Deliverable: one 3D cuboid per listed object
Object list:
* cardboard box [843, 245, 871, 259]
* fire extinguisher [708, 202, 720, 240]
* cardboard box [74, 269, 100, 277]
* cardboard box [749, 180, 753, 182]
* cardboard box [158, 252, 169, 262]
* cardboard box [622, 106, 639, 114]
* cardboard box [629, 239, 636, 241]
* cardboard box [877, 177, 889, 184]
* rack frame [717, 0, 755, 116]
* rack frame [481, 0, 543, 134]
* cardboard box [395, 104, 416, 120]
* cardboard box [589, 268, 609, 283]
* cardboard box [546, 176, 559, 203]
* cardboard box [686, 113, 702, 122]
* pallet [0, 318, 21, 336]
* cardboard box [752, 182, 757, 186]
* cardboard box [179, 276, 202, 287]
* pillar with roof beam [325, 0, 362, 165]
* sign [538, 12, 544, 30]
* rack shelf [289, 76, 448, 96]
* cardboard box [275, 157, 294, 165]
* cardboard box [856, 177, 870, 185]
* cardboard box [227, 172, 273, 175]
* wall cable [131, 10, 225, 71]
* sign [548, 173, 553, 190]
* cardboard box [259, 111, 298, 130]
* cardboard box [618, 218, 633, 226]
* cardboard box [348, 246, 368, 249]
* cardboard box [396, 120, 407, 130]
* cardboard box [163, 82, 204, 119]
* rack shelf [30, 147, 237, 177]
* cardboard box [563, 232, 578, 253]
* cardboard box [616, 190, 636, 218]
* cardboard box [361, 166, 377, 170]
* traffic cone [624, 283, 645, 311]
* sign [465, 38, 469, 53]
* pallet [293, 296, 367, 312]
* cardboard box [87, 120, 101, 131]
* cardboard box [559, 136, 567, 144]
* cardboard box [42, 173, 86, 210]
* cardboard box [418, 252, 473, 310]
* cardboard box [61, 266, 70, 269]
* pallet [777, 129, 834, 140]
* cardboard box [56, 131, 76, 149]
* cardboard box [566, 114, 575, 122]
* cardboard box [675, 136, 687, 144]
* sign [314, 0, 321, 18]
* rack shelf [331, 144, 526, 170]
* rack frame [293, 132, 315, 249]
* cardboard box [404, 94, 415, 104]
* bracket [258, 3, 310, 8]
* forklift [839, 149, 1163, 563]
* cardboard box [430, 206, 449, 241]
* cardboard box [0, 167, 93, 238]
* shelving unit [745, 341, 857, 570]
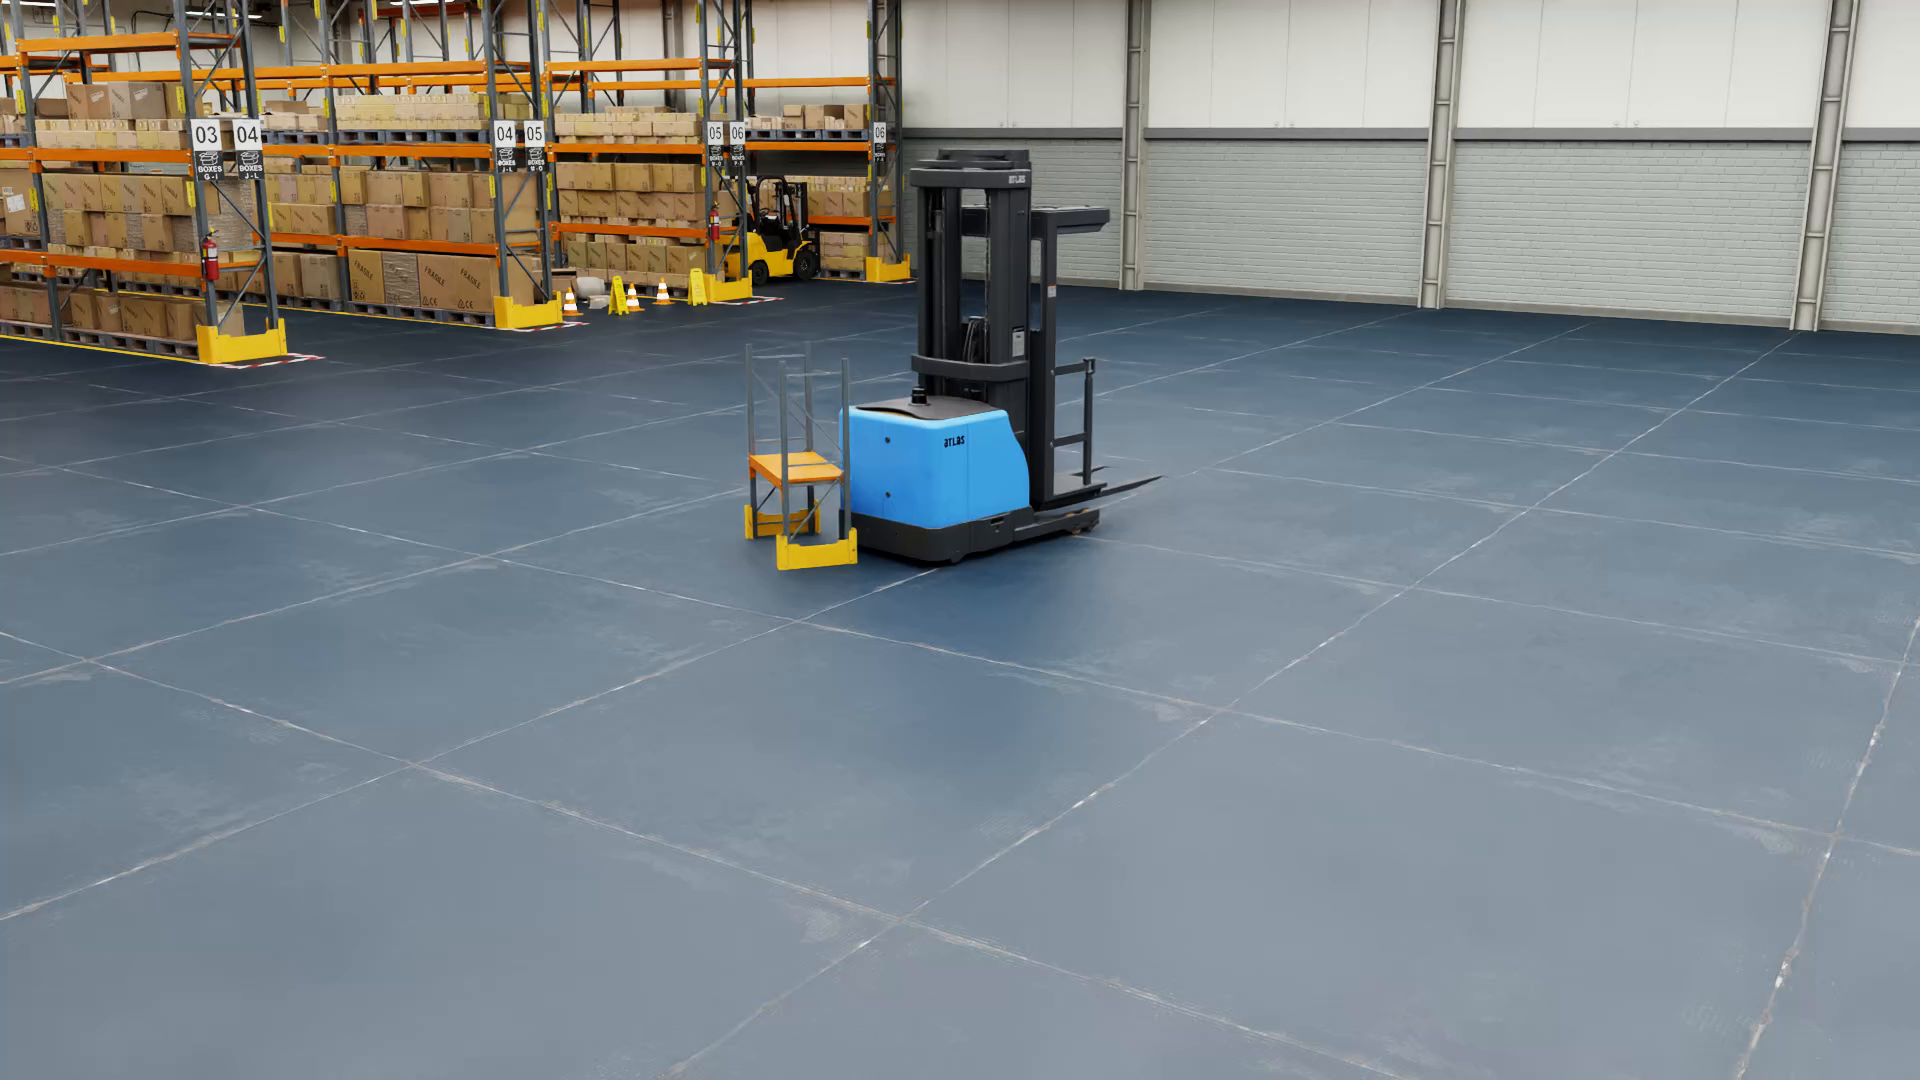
[{"bbox_3d":[-2.103,-6.038,34.779,0.500,0.250,0.500,9,16,32],"label":"cardboard box"},{"bbox_3d":[-4.454,-5.788,30.123,0.183,0.674,0.296,9,17,33],"label":"fire extinguisher"},{"bbox_3d":[-17.443,-5.346,33.236,0.250,0.149,0.380,9,17,34],"label":"cardboard box"},{"bbox_3d":[-4.467,-7.852,36.122,0.250,0.149,0.380,9,17,34],"label":"cardboard box"},{"bbox_3d":[-10.816,-3.925,22.961,0.250,0.149,0.380,9,17,33],"label":"cardboard box"},{"bbox_3d":[-7.223,-9.559,37.664,0.500,0.500,0.700,9,16,32],"label":"cardboard box"},{"bbox_3d":[-6.547,-5.609,32.525,0.500,0.500,0.500,10,17,34],"label":"cardboard box"},{"bbox_3d":[-1.684,-7.518,34.775,0.250,0.149,0.380,9,16,32],"label":"cardboard box"},{"bbox_3d":[-4.843,-10.371,35.993,0.127,3.000,1.000,9,17,33],"label":"rack frame"},{"bbox_3d":[-6.970,-7.844,25.784,0.127,3.000,1.000,9,17,33],"label":"rack frame"},{"bbox_3d":[-8.781,-6.925,26.922,0.500,0.250,0.500,9,17,33],"label":"cardboard box"},{"bbox_3d":[-6.822,-5.136,32.176,0.500,0.250,0.500,10,17,36],"label":"cardboard box"},{"bbox_3d":[-8.122,-6.882,32.681,0.500,0.500,0.500,9,16,32],"label":"cardboard box"},{"bbox_3d":[-4.737,-7.640,30.066,0.250,0.149,0.380,9,17,33],"label":"cardboard box"},{"bbox_3d":[-14.805,-3.407,26.148,1.213,0.211,1.003,9,17,33],"label":"pallet"},{"bbox_3d":[-4.278,-7.664,35.982,0.250,0.149,0.380,9,17,33],"label":"cardboard box"},{"bbox_3d":[-14.300,-5.032,31.235,0.500,0.500,0.500,9,17,33],"label":"cardboard box"},{"bbox_3d":[-18.938,-11.664,41.213,0.548,9.000,9.100,9,17,33],"label":"pillar with roof beam"},{"bbox_3d":[-7.915,-9.800,31.411,0.005,0.325,0.100,9,17,33],"label":"sign"},{"bbox_3d":[-12.589,-9.643,35.378,4.000,0.370,1.077,9,17,33],"label":"rack shelf"},{"bbox_3d":[-15.041,-8.461,37.121,0.250,0.149,0.380,9,17,33],"label":"cardboard box"},{"bbox_3d":[-1.939,-7.437,34.445,0.250,0.149,0.380,9,17,33],"label":"cardboard box"},{"bbox_3d":[-12.821,-6.409,30.183,0.500,0.500,0.700,9,16,32],"label":"cardboard box"},{"bbox_3d":[-20.437,-12.415,44.172,0.133,3.039,2.988,9,17,33],"label":"wall cable"},{"bbox_3d":[-7.917,-6.920,32.126,0.005,0.325,0.100,9,17,33],"label":"sign"},{"bbox_3d":[-11.866,-7.325,29.032,0.500,0.311,0.500,8,16,31],"label":"cardboard box"},{"bbox_3d":[-6.247,-6.039,31.500,0.250,0.149,0.380,9,17,33],"label":"cardboard box"},{"bbox_3d":[-12.936,-6.528,36.498,0.875,0.875,0.875,10,17,34],"label":"cardboard box"},{"bbox_3d":[-8.915,-6.734,26.984,0.250,0.149,0.380,9,17,34],"label":"cardboard box"},{"bbox_3d":[-10.903,-6.101,23.118,0.500,0.500,0.500,9,17,33],"label":"cardboard box"},{"bbox_3d":[-11.482,-5.332,23.374,4.000,0.370,1.077,9,17,33],"label":"rack shelf"},{"bbox_3d":[-9.043,-7.069,39.466,0.500,0.500,0.500,9,16,32],"label":"cardboard box"},{"bbox_3d":[-6.132,-6.351,31.410,0.500,0.500,0.500,9,17,33],"label":"cardboard box"},{"bbox_3d":[-12.343,-7.692,35.364,0.500,0.500,0.500,9,17,33],"label":"cardboard box"},{"bbox_3d":[-5.706,-4.235,28.967,0.334,0.463,0.336,9,17,33],"label":"traffic cone"},{"bbox_3d":[-11.800,-11.830,39.778,0.005,0.325,0.100,9,17,33],"label":"sign"},{"bbox_3d":[-10.972,-4.203,29.364,1.213,0.211,1.003,9,17,33],"label":"pallet"},{"bbox_3d":[-11.941,-5.798,23.241,0.250,0.149,0.380,9,16,32],"label":"cardboard box"},{"bbox_3d":[-7.487,-7.712,32.013,0.250,0.149,0.380,9,16,32],"label":"cardboard box"},{"bbox_3d":[-12.910,-5.060,24.115,0.500,0.500,0.500,9,17,33],"label":"cardboard box"},{"bbox_3d":[-8.301,-4.300,27.499,0.875,0.875,0.875,9,16,32],"label":"cardboard box"},{"bbox_3d":[-17.830,-5.551,33.445,0.250,0.149,0.380,9,16,31],"label":"cardboard box"},{"bbox_3d":[-3.113,-8.599,35.261,1.213,0.211,1.003,9,17,33],"label":"pallet"},{"bbox_3d":[-12.469,-5.695,23.657,0.500,0.250,0.500,9,17,32],"label":"cardboard box"},{"bbox_3d":[-7.299,-8.054,31.737,0.250,0.149,0.380,10,17,34],"label":"cardboard box"},{"bbox_3d":[-4.968,-7.286,30.293,0.250,0.149,0.380,9,17,33],"label":"cardboard box"},{"bbox_3d":[-10.582,-8.763,27.386,0.005,0.325,0.100,9,17,33],"label":"sign"},{"bbox_3d":[-8.630,-6.307,27.315,4.000,0.370,1.077,9,17,33],"label":"rack shelf"},{"bbox_3d":[-14.249,-7.542,37.048,0.127,3.000,1.000,9,17,33],"label":"rack frame"},{"bbox_3d":[-8.705,-7.088,26.752,0.250,0.149,0.380,9,17,33],"label":"cardboard box"},{"bbox_3d":[-19.396,-14.629,45.701,5.218,0.066,0.076,9,17,33],"label":"bracket"},{"bbox_3d":[0.455,-1.542,12.954,1.130,2.935,3.031,12,19,41],"label":"forklift"},{"bbox_3d":[-8.166,-5.215,27.336,0.550,0.550,0.875,9,17,33],"label":"cardboard box"},{"bbox_3d":[-13.722,-5.123,25.152,1.000,1.000,1.000,9,17,33],"label":"cardboard box"},{"bbox_3d":[-1.208,-0.655,12.348,0.587,1.500,1.083,-5,15,-20],"label":"shelving unit"}]
